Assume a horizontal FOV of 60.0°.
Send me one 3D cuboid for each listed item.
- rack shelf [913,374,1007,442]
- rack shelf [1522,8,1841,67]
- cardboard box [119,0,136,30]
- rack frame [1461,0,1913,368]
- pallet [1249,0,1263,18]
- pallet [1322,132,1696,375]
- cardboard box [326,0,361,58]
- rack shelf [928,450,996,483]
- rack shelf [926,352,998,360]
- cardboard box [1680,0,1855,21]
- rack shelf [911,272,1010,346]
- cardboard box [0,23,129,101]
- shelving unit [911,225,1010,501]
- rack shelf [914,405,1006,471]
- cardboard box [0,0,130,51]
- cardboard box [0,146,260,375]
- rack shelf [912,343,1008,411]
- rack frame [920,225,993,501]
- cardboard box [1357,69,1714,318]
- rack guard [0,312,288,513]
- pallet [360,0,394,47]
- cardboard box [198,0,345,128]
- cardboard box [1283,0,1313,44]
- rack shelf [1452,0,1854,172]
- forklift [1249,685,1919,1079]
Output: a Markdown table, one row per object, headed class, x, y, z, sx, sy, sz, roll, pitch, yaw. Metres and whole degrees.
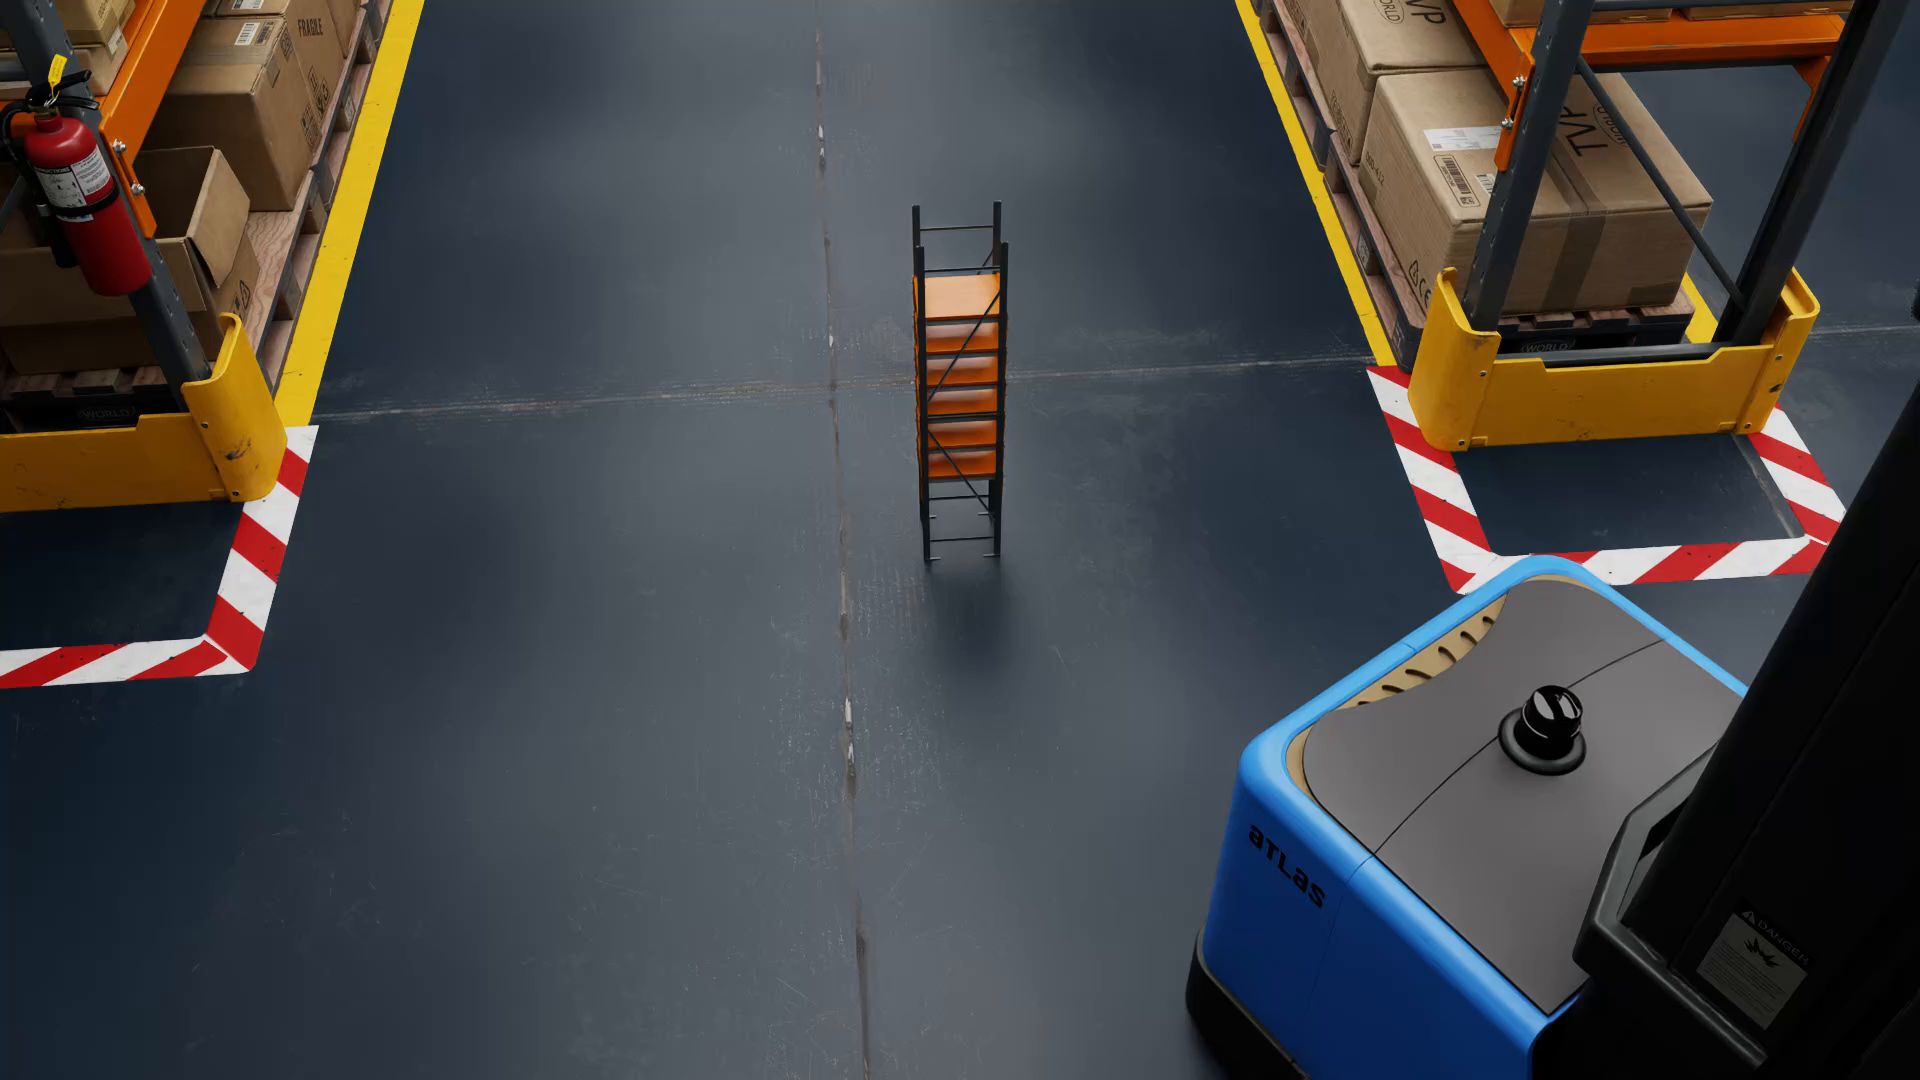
| class | x | y | z | sx | sy | sz | roll | pitch | yaw |
| --- | --- | --- | --- | --- | --- | --- | --- | --- | --- |
| rack shelf | -0.001 | -0.392 | 4.857 | 0.258 | 0.103 | 0.180 | -3 | 47 | -3 |
| rack shelf | 4.423 | -4.580 | 4.622 | 5.869 | 4.714 | 3.910 | -3 | 47 | -3 |
| cardboard box | -2.639 | -1.543 | 4.819 | 0.380 | 0.149 | 0.250 | -2 | 47 | -2 |
| rack frame | 2.128 | -1.498 | 4.603 | 1.000 | 3.000 | 0.127 | -3 | 47 | -3 |
| pallet | 1.779 | -2.879 | 7.831 | 1.003 | 0.211 | 1.213 | -3 | 47 | -3 |
| pallet | 1.984 | -1.113 | 6.159 | 1.003 | 0.211 | 1.213 | -3 | 47 | -3 |
| cardboard box | -2.894 | -2.299 | 6.794 | 0.700 | 0.500 | 0.500 | -5 | 47 | -5 |
| rack shelf | -0.001 | -0.246 | 5.011 | 0.221 | 0.034 | 0.171 | -3 | 47 | -3 |
| rack shelf | -0.001 | -0.571 | 4.668 | 0.199 | 0.020 | 0.166 | -3 | 47 | -3 |
| cardboard box | 2.374 | -1.897 | 4.912 | 0.500 | 0.500 | 0.500 | -4 | 47 | -4 |
| rack shelf | -0.001 | -0.640 | 4.595 | 0.258 | 0.103 | 0.180 | -3 | 47 | -3 |
| cardboard box | -2.572 | -1.362 | 4.647 | 0.380 | 0.149 | 0.250 | -4 | 47 | -4 |
| shelving unit | -0.001 | -0.424 | 4.825 | 0.258 | 1.046 | 0.183 | -3 | 47 | -3 |
| rack shelf | -0.001 | -0.310 | 4.944 | 0.258 | 0.103 | 0.180 | -3 | 47 | -3 |
| cardboard box | -2.587 | -1.589 | 4.588 | 0.500 | 0.250 | 0.500 | -3 | 47 | -3 |
| cardboard box | -2.774 | -0.928 | 5.493 | 0.797 | 0.503 | 0.637 | -5 | 47 | -5 |
| rack shelf | -0.001 | -0.475 | 4.769 | 0.258 | 0.103 | 0.180 | -3 | 47 | -3 |
| rack frame | -0.010 | -0.489 | 4.887 | 0.228 | 1.046 | 0.002 | -3 | 47 | -3 |
| cardboard box | 1.974 | -1.233 | 5.827 | 0.875 | 0.438 | 0.875 | -5 | 47 | -5 |
| rack guard | -2.824 | -0.389 | 5.274 | 1.175 | 0.500 | 0.348 | -3 | 47 | -3 |
| pallet | -3.096 | -2.632 | 7.598 | 1.003 | 0.211 | 1.213 | -3 | 47 | -3 |
| cardboard box | -2.752 | -1.936 | 6.450 | 0.500 | 0.500 | 0.500 | -3 | 47 | -3 |
| cardboard box | 1.815 | -2.547 | 7.072 | 0.875 | 0.438 | 0.875 | -5 | 47 | -4 |
| rack shelf | 1.961 | -2.698 | 6.235 | 1.077 | 0.370 | 4.000 | -3 | 47 | -3 |
| forklift | 15.316 | -5.387 | 4.154 | 29.450 | 9.000 | 10.035 | -29 | 53 | -24 |
